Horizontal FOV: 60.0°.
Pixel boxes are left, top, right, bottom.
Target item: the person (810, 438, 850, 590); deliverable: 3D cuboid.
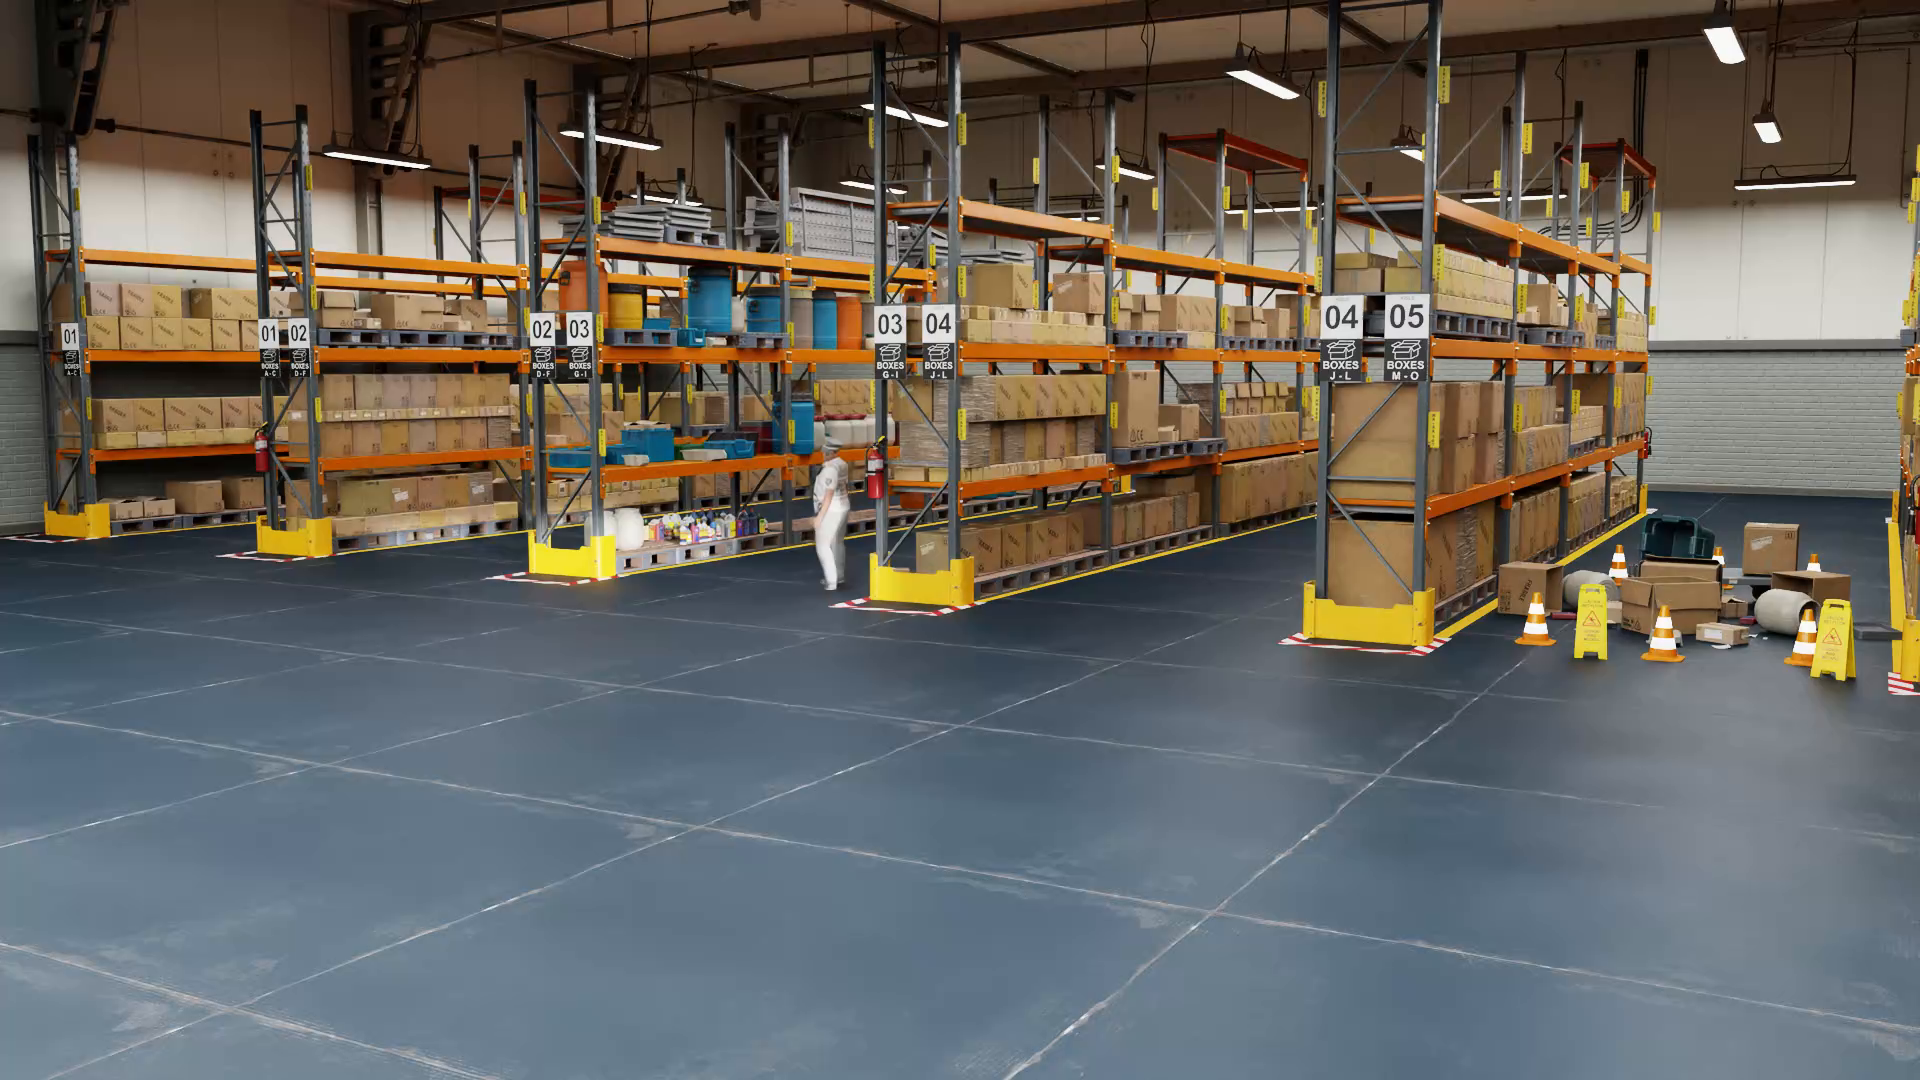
[{"bbox_3d":[-1.514,-0.300,19.228,0.487,1.766,0.693,2,6,19],"label":"person"}]
